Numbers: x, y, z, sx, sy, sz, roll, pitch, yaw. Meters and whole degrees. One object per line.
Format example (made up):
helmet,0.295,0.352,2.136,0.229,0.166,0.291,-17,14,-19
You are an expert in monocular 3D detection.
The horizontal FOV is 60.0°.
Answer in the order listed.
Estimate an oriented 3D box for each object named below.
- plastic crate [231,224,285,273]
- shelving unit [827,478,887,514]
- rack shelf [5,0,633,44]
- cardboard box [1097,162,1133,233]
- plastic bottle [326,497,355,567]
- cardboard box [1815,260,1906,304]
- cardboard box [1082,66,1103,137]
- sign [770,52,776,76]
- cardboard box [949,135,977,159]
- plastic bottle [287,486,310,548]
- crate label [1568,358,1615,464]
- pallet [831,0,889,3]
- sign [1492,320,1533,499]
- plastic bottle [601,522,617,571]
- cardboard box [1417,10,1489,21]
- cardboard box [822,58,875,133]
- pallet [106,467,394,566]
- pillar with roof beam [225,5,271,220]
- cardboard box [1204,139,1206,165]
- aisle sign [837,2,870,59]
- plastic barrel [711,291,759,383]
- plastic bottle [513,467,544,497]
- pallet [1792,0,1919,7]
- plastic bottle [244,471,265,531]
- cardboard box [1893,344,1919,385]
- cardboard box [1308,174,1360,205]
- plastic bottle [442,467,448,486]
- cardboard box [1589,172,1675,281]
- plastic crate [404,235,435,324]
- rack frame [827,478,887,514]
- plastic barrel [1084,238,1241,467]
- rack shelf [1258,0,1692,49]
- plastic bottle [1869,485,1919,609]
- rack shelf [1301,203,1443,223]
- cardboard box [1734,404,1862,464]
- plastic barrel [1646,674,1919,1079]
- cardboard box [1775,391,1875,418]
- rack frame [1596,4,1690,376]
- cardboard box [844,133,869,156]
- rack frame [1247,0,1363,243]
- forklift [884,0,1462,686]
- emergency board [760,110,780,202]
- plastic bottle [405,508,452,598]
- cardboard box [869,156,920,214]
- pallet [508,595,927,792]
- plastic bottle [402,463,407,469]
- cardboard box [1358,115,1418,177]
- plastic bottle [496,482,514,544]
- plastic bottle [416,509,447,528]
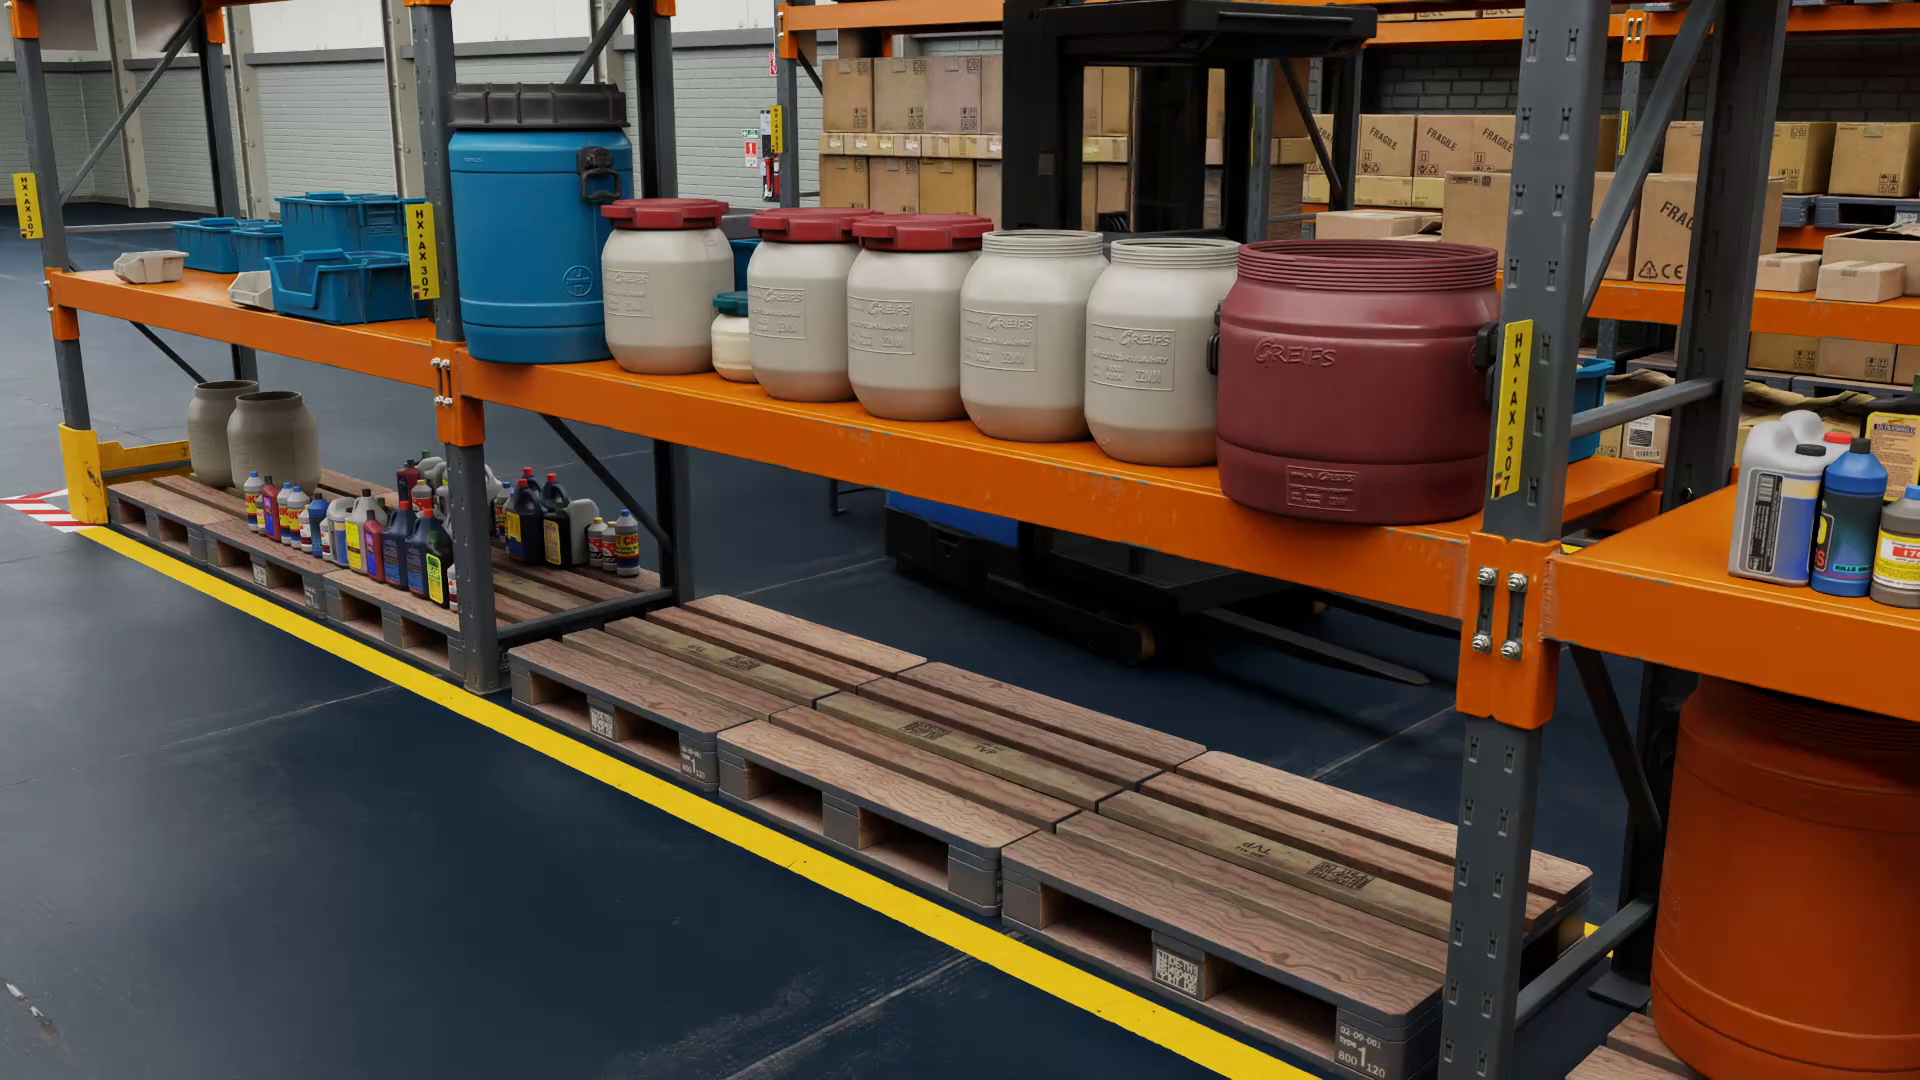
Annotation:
plastic crate,-3.324,-1.445,8.324,0.408,0.251,0.499,14,20,42
shelving unit,-0.190,-0.810,8.564,0.538,1.500,1.048,-12,19,-38
rack shelf,-2.916,-2.418,7.242,4.000,0.370,1.077,14,20,42
cardboard box,1.257,-2.079,10.265,0.500,0.500,0.700,13,20,42
plastic bottle,-2.625,-0.039,7.163,0.152,0.276,0.135,-14,20,-43
cardboard box,4.005,-1.149,7.391,0.250,0.149,0.380,14,20,42
cardboard box,0.916,-2.792,10.427,0.500,0.500,0.700,14,20,42
sign,-2.383,-6.128,21.405,0.199,0.298,0.001,14,20,42
cardboard box,0.147,-2.593,10.949,0.250,0.149,0.380,13,20,41
plastic bottle,-2.948,-0.106,7.429,0.097,0.271,0.097,0,15,0
crate label,1.360,-0.326,4.064,0.416,0.233,0.303,14,20,42
pallet,-0.424,-3.844,11.461,1.213,0.211,1.003,14,20,42
sign,1.027,-0.243,3.091,0.005,0.325,0.100,14,20,42
plastic bottle,-1.474,0.023,7.071,0.097,0.201,0.097,0,15,0
cardboard box,4.085,-4.497,13.555,0.500,0.500,0.500,13,19,40
cardboard box,-0.550,-3.146,11.787,0.500,0.500,0.700,14,20,42
pallet,-3.687,-0.168,8.657,1.213,0.211,1.003,14,20,42
pillar with roof beam,-16.640,-9.820,28.271,0.400,9.000,9.100,14,20,42
cardboard box,1.444,-2.278,9.740,0.250,0.149,0.380,13,20,41
aisle sign,-0.758,-3.886,12.242,0.004,0.787,0.394,14,20,42
plastic barrel,-0.630,-0.638,5.208,0.301,0.262,0.301,0,15,0
plastic bottle,-1.905,-0.145,7.422,0.185,0.351,0.144,13,19,40
pallet,6.520,-3.815,11.549,1.003,0.211,1.213,14,20,42
plastic bottle,-3.267,-0.184,7.726,0.097,0.271,0.097,0,15,0
cardboard box,7.058,-1.376,11.849,0.500,0.500,0.700,14,20,42
cardboard box,3.398,-3.079,14.556,0.500,0.250,0.500,13,20,41
plastic bottle,-2.345,-0.252,7.833,0.144,0.351,0.185,-14,20,-42
cardboard box,3.246,-1.594,8.404,0.500,0.500,0.500,14,20,42
plastic crate,-1.765,-1.050,6.634,0.504,0.338,0.767,14,20,42
rack frame,-0.510,-0.909,8.946,0.500,1.500,0.032,-12,19,-38
plastic barrel,0.515,-0.460,4.027,0.421,0.512,0.421,0,15,0
rack shelf,3.404,-2.617,8.003,4.000,0.370,1.077,14,20,42
plastic bottle,1.625,0.008,2.846,0.097,0.201,0.097,0,15,0
rack shelf,3.961,-2.765,14.521,4.000,0.370,1.077,14,20,42
cardboard box,3.918,-0.444,7.695,0.500,0.311,0.500,13,20,41
plastic barrel,1.767,0.665,3.403,0.708,0.830,0.600,14,20,42
cardboard box,4.287,-0.543,8.074,0.500,0.311,0.500,13,19,41
rack frame,5.400,-2.763,13.087,0.127,3.000,1.000,14,20,42
cardboard box,-0.590,-2.772,11.637,0.250,0.149,0.380,13,19,41
rack frame,1.965,-1.863,9.634,0.127,3.000,1.000,14,20,42
forklift,0.924,-1.067,6.712,1.130,2.935,3.031,-11,18,-35
emergency board,-2.447,-4.987,21.623,0.643,1.169,0.194,14,20,42
plastic bottle,-2.140,0.044,6.696,0.185,0.351,0.144,13,19,41
cardboard box,-0.206,-2.437,11.636,0.700,0.500,0.500,-14,20,-43
pallet,-0.884,0.515,6.037,1.213,0.211,1.003,14,20,42
plastic bottle,-2.729,-0.282,8.242,0.097,0.201,0.097,0,15,0
cardboard box,3.752,-3.357,14.137,0.500,0.500,0.500,-14,20,-42
plastic bottle,-2.037,-0.126,7.505,0.097,0.271,0.097,0,15,0
plastic bottle,-2.193,0.015,6.955,0.135,0.276,0.152,14,20,42
